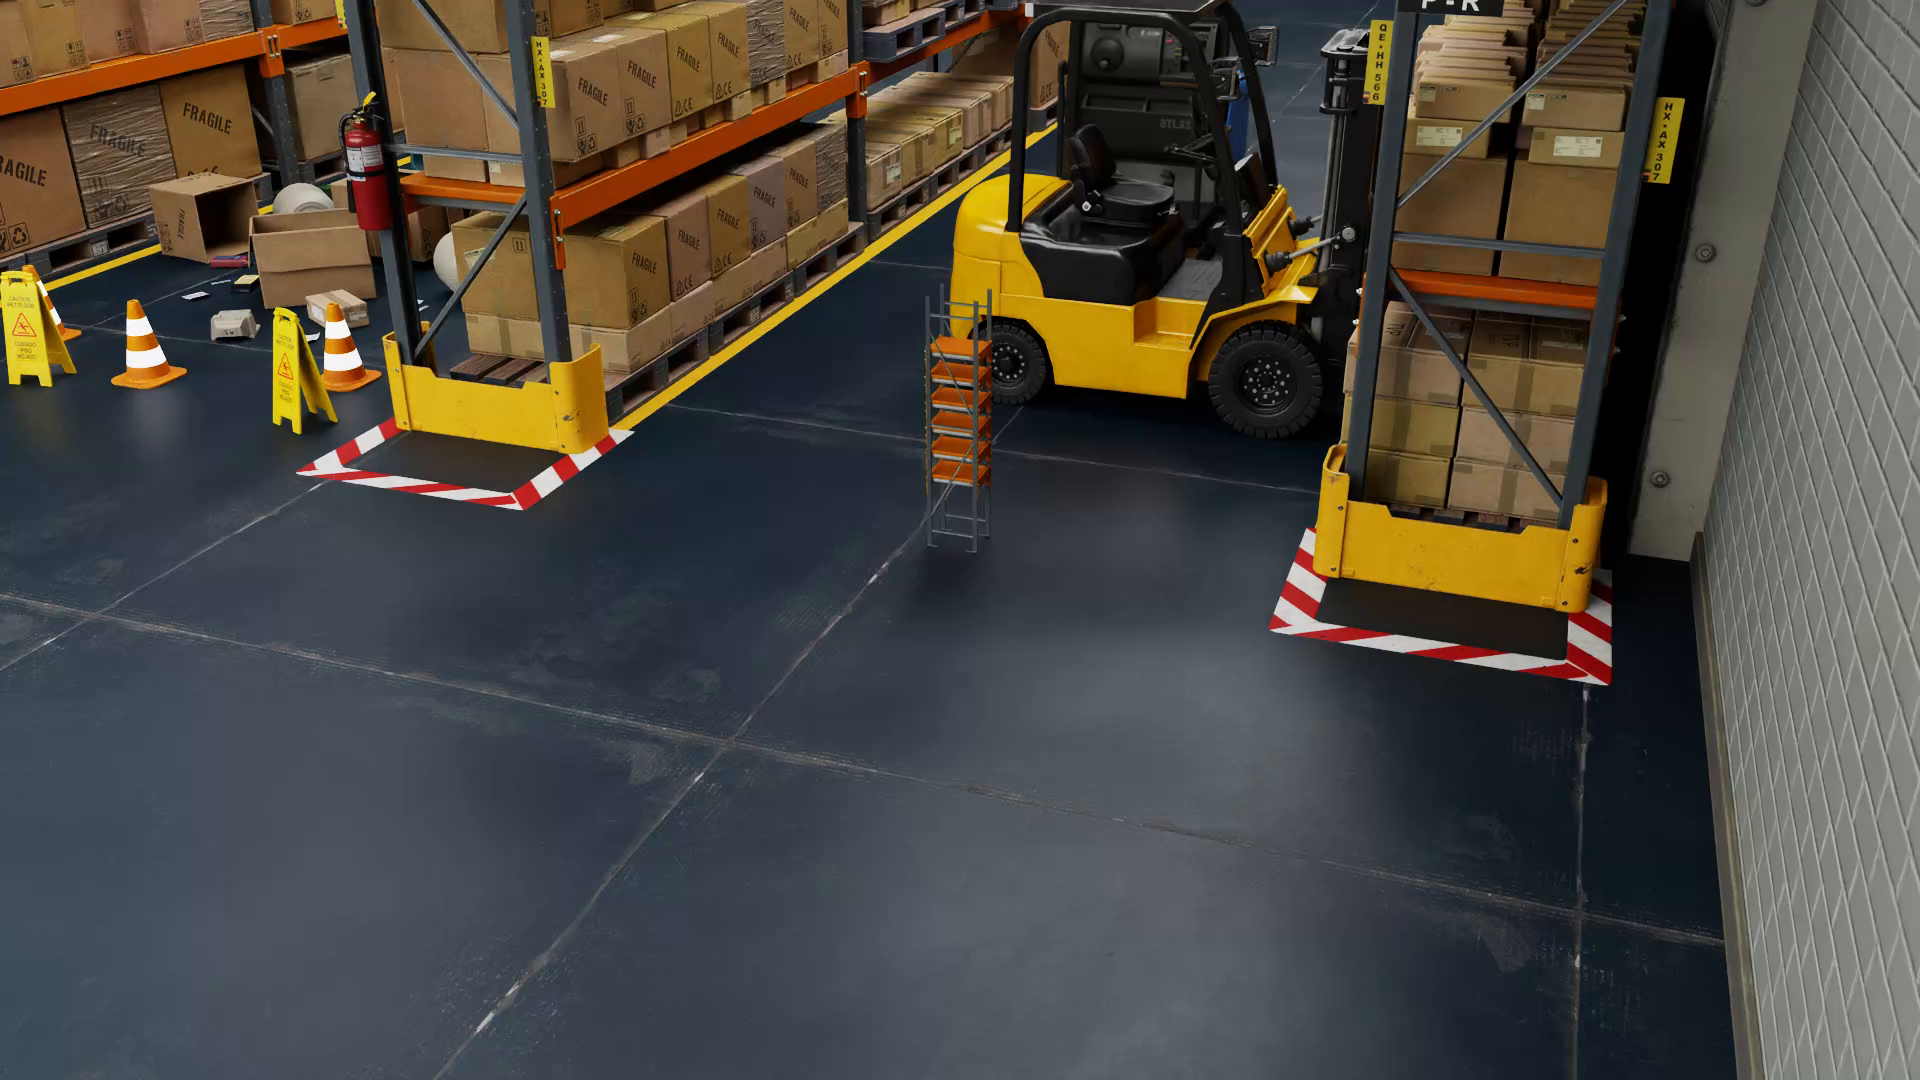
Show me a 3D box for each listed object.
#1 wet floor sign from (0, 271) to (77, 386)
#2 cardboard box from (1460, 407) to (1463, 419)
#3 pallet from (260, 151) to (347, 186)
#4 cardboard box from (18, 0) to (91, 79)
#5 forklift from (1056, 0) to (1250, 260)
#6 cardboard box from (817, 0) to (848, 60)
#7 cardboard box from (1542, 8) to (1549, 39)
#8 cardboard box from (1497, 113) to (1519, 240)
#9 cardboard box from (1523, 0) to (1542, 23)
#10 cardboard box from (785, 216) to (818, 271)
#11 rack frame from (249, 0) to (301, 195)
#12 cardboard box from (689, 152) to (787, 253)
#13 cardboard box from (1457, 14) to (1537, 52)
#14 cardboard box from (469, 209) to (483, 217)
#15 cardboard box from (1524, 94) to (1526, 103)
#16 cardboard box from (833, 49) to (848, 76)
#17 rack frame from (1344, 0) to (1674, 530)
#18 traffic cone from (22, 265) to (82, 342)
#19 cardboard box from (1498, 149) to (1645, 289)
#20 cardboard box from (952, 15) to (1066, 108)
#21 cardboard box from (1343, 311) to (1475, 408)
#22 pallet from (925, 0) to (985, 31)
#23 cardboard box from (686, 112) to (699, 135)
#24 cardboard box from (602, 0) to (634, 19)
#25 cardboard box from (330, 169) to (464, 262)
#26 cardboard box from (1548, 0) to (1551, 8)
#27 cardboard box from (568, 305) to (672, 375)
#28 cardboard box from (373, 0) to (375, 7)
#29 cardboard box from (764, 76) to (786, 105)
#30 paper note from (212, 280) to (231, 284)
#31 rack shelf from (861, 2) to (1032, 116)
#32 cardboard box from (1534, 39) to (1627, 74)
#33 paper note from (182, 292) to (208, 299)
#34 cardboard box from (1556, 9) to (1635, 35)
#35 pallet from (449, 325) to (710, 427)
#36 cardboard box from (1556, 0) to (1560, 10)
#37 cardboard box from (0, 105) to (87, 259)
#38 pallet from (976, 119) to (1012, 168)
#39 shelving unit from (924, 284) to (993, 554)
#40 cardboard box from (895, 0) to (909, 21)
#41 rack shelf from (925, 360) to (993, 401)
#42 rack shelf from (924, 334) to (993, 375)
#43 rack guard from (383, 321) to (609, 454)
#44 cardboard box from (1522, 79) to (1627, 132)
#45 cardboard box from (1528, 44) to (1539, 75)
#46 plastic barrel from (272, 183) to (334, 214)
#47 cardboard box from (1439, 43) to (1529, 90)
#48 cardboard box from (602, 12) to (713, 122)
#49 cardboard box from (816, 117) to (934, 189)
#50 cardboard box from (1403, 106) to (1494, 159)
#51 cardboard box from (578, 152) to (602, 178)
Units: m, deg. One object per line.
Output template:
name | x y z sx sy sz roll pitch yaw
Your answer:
wet floor sign | -5.341 -1.231 9.552 0.267 0.644 0.232 4 26 8
cardboard box | 2.229 -0.821 8.104 0.500 0.250 0.500 8 27 17
pallet | -5.682 -3.306 14.337 1.003 0.211 1.213 9 27 17
cardboard box | -6.513 -3.481 11.326 0.875 0.550 0.500 9 27 17
forklift | 1.256 -3.401 11.410 1.130 2.935 3.031 9 27 18
cardboard box | -1.080 -3.517 11.117 0.500 0.500 0.500 8 27 16
cardboard box | 3.926 -3.168 10.449 0.500 0.250 0.500 8 27 17
cardboard box | 2.282 -1.692 7.688 0.500 0.500 0.500 10 27 19
cardboard box | 3.052 -2.995 9.294 0.380 0.149 0.250 8 27 16
cardboard box | -1.277 -2.006 11.125 0.500 0.250 0.500 8 27 16
rack frame | -5.868 -4.233 13.052 1.000 3.000 0.127 9 27 17
cardboard box | -1.446 -2.145 10.551 0.500 0.500 0.500 10 28 20
cardboard box | 2.710 -2.576 8.428 0.380 0.149 0.250 9 27 18
cardboard box | -3.461 -2.303 12.202 0.258 0.266 0.396 -9 27 -18
cardboard box | 2.655 -1.848 7.265 0.380 0.149 0.250 8 27 17
cardboard box | -0.986 -3.268 11.345 0.380 0.149 0.250 8 27 17
rack frame | 2.185 -1.195 6.776 1.000 3.000 0.127 9 27 17
traffic cone | -5.683 -1.460 10.235 0.336 0.463 0.334 9 27 17
cardboard box | 2.612 -1.403 7.092 0.500 0.500 0.500 10 27 19
cardboard box | 0.473 -4.705 15.983 0.875 0.875 0.875 8 27 17
cardboard box | 2.044 -0.831 7.550 0.500 0.250 0.500 10 27 19
pallet | -0.455 -4.295 13.399 1.003 0.211 1.213 9 27 17
cardboard box | -1.740 -2.439 9.634 0.380 0.149 0.250 10 27 19
cardboard box | -2.285 -3.215 9.345 0.700 0.500 0.500 8 27 17
cardboard box | -3.997 -2.325 11.820 0.797 0.637 0.503 9 27 17
cardboard box | 3.964 -3.862 11.882 0.500 0.250 0.500 9 27 18
cardboard box | -1.968 -1.156 9.369 0.500 0.250 0.500 9 27 17
cardboard box | -5.103 -4.868 14.248 0.500 0.500 0.500 9 27 17
cardboard box | -1.321 -2.850 10.482 0.380 0.149 0.250 8 27 17
paper note | -5.058 -1.766 11.385 0.123 0.001 0.032 -20 33 -36
rack shelf | -0.501 -4.055 13.509 1.077 0.370 4.000 9 27 17
cardboard box | 2.852 -2.198 7.646 0.380 0.149 0.250 10 27 19
paper note | -5.090 -1.634 11.091 0.144 0.017 0.142 20 32 35
cardboard box | 3.238 -2.613 8.505 0.380 0.149 0.250 8 27 17
pallet | -2.168 -1.018 9.611 1.003 0.211 1.213 9 27 17
cardboard box | 3.572 -3.038 9.381 0.380 0.149 0.250 8 27 16
cardboard box | -6.745 -2.473 11.371 0.875 0.875 0.875 8 27 17
pallet | -0.097 -3.625 14.995 1.003 0.211 1.213 9 27 17
shelving unit | -0.005 -0.534 7.476 0.258 1.200 0.189 9 27 17
cardboard box | -0.593 -3.916 12.202 0.380 0.149 0.250 9 27 18
rack shelf | -0.005 -0.710 7.391 0.258 0.103 0.180 9 27 17
rack shelf | -0.005 -0.818 7.339 0.258 0.103 0.180 9 27 17
rack guard | -2.472 -0.820 8.869 1.175 0.500 0.348 9 27 17
cardboard box | 2.498 -1.773 6.769 0.380 0.149 0.250 8 27 16
cardboard box | 2.964 -2.523 9.404 0.500 0.500 0.500 9 27 18
plastic barrel | -4.799 -2.385 12.191 0.421 0.421 0.512 -14 29 -27
cardboard box | 2.373 -2.153 7.553 0.380 0.149 0.250 9 27 18
cardboard box | -1.740 -2.670 9.366 0.500 0.500 0.500 8 27 16
cardboard box | -0.758 -3.075 13.193 0.950 0.372 0.625 11 28 21
cardboard box | 2.036 -1.715 6.991 0.380 0.149 0.250 9 27 18
cardboard box | -2.119 -2.016 8.760 0.380 0.149 0.250 9 27 18
